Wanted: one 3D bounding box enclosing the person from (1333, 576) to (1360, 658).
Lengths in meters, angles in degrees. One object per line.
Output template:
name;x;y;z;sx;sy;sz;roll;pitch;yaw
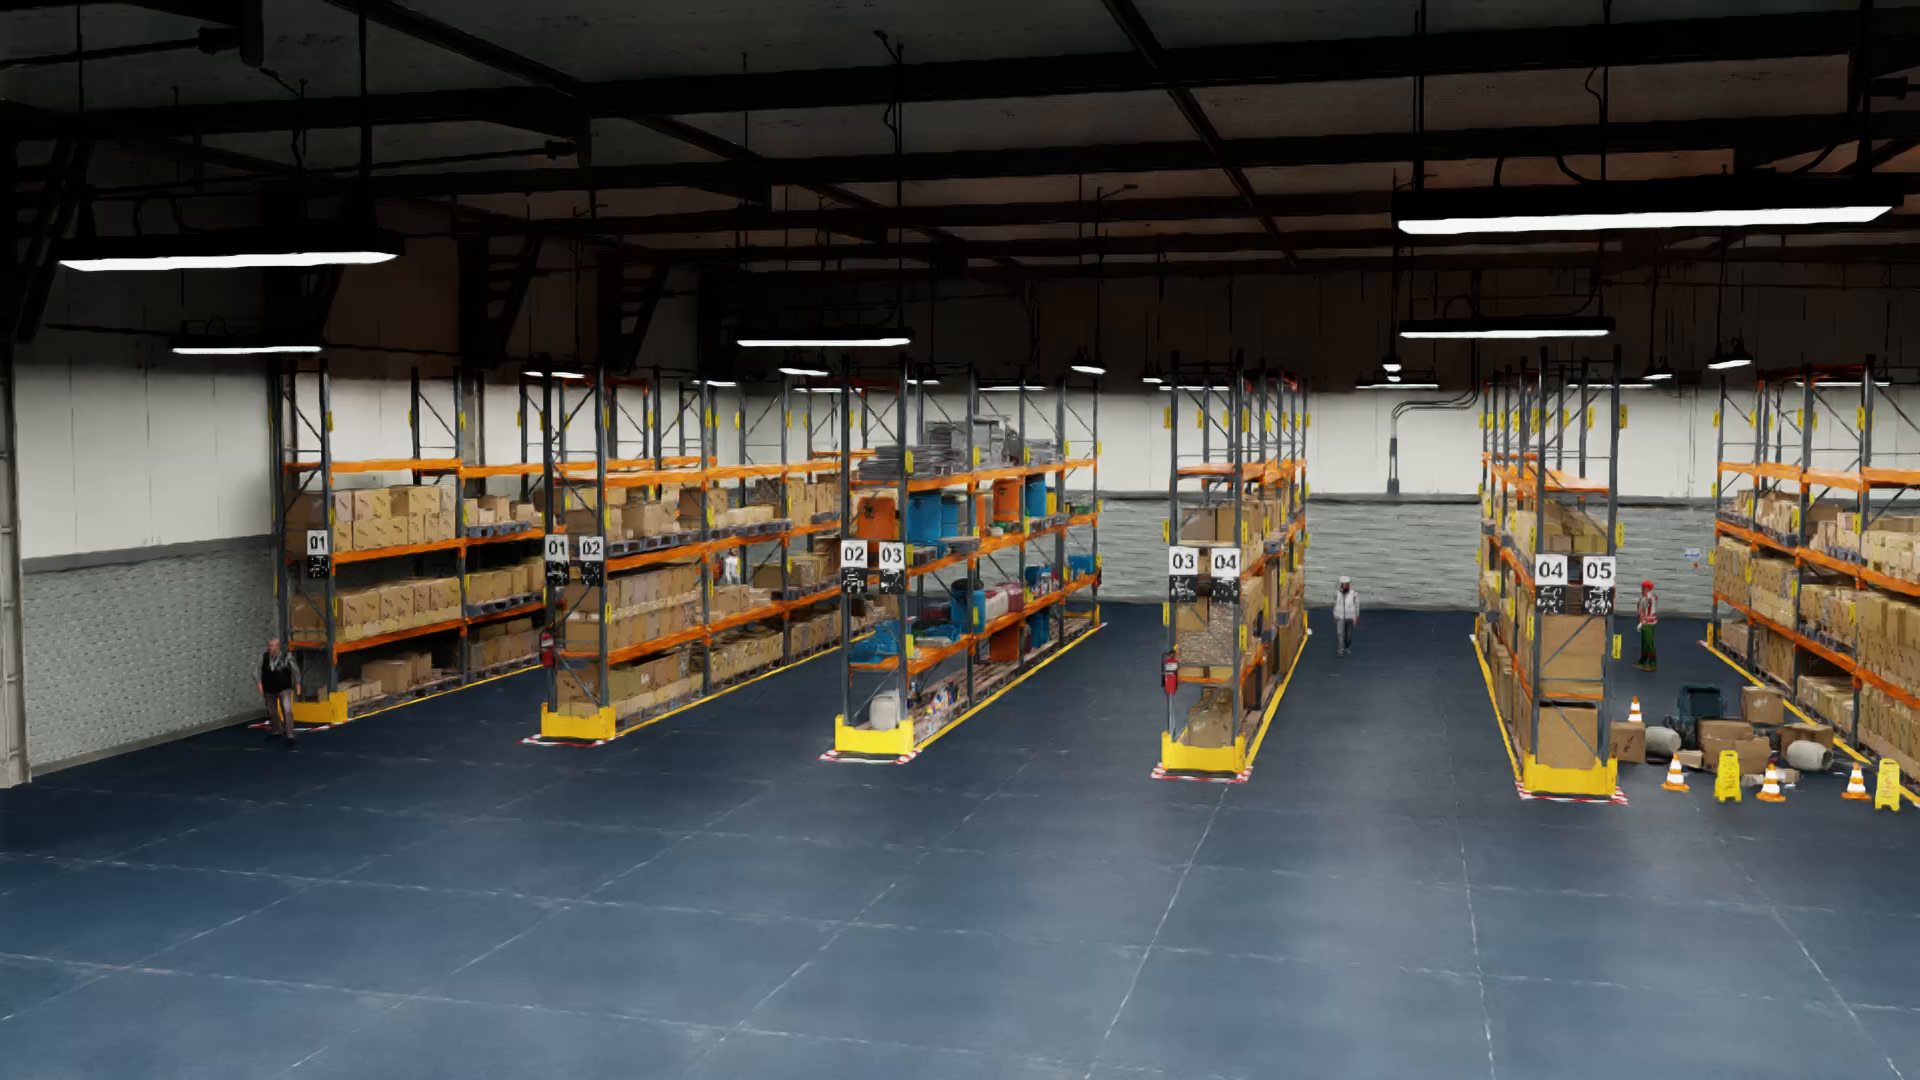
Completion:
person;8.180;1.611;35.216;0.555;1.725;1.029;1;4;14

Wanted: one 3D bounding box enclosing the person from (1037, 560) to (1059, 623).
person;2.009;1.320;39.389;0.584;1.696;0.987;3;5;37

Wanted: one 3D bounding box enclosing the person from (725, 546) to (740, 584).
person;-6.031;1.000;44.062;0.476;1.676;0.571;4;5;41

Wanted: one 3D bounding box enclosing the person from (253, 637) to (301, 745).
person;-10.542;2.316;25.722;0.684;1.663;0.795;0;4;-5

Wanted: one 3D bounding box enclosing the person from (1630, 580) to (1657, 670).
person;13.759;1.694;33.418;0.583;1.786;0.658;3;5;38
